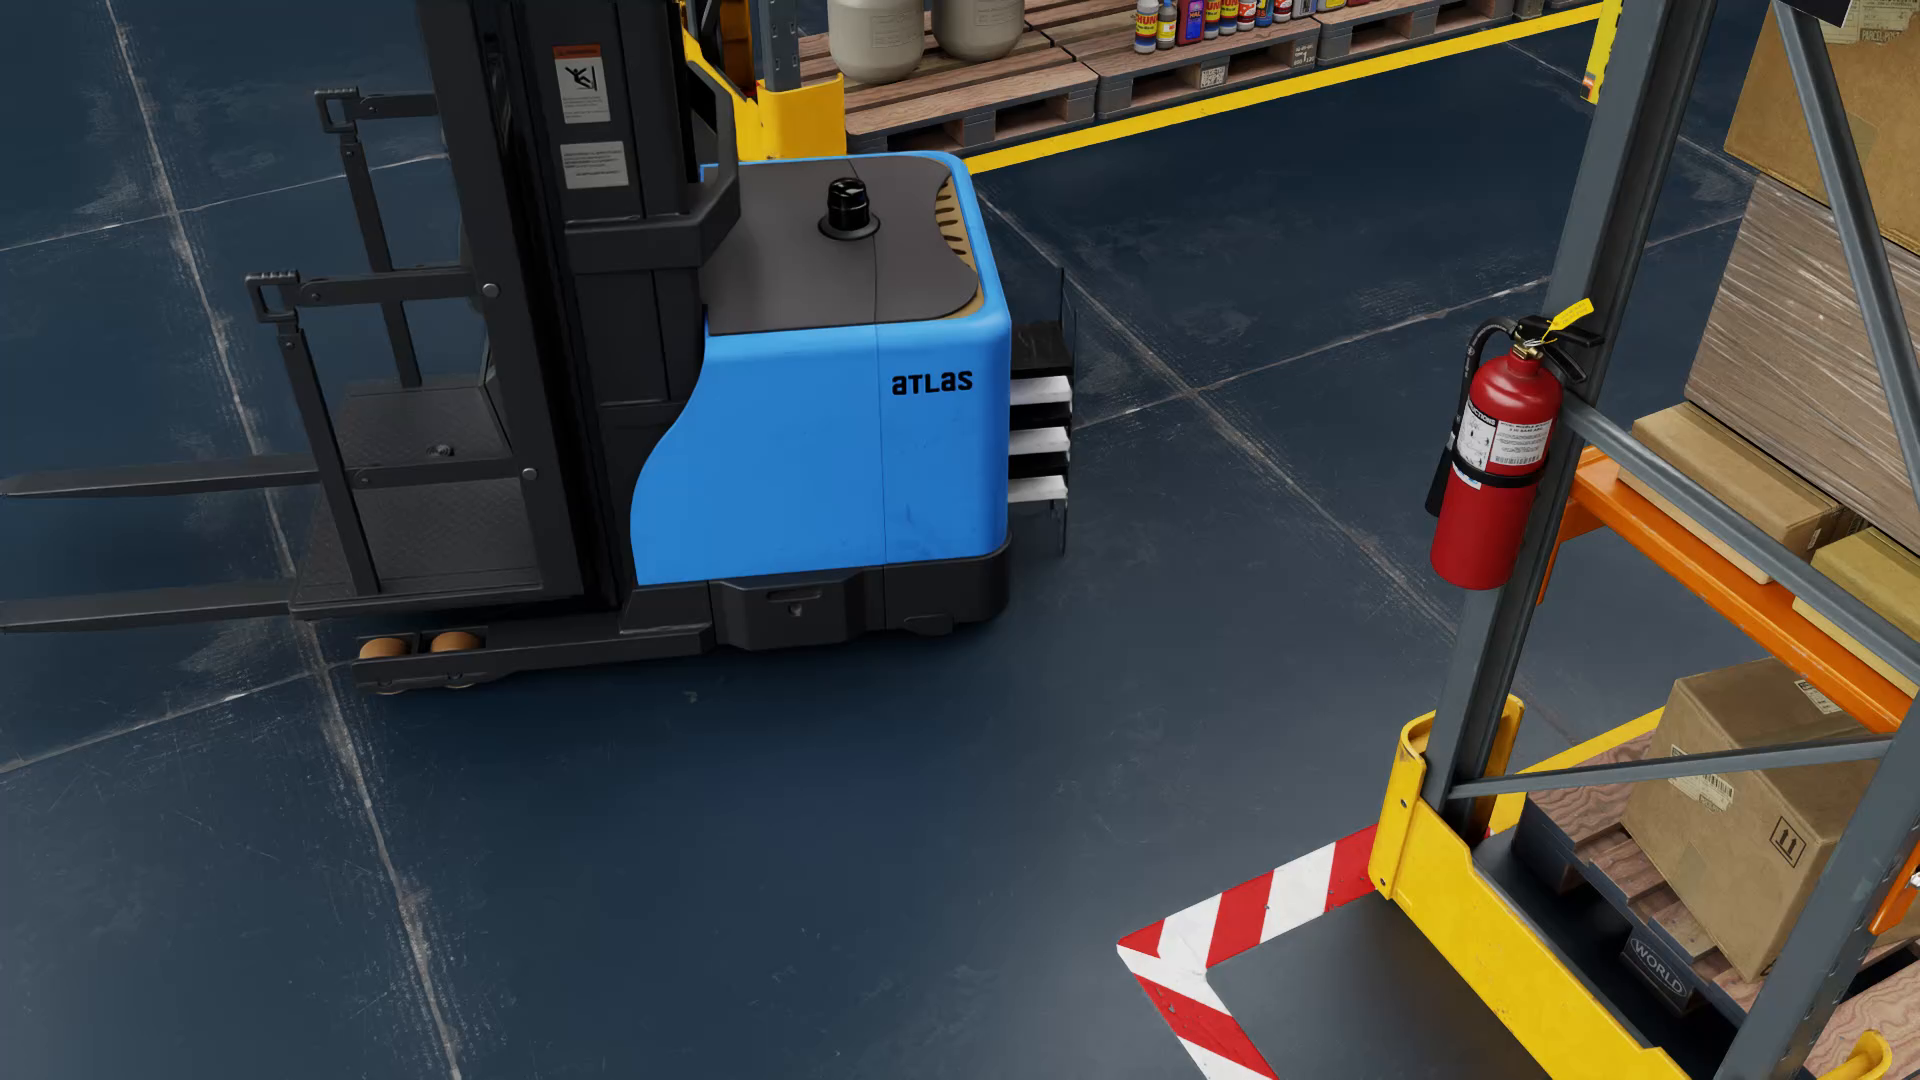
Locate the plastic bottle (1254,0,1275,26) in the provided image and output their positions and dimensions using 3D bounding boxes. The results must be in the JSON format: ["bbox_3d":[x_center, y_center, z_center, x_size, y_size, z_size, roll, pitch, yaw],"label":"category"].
[{"bbox_3d":[1.410,-2.525,7.682,0.097,0.271,0.097,0,40,0],"label":"plastic bottle"}]

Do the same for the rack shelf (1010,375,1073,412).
[{"bbox_3d":[0.209,-0.471,4.883,0.200,0.077,0.258,-5,40,-6],"label":"rack shelf"}]

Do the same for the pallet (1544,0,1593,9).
[{"bbox_3d":[3.312,-3.229,8.902,1.213,0.211,1.003,-19,44,-21],"label":"pallet"}]

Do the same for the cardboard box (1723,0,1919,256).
[{"bbox_3d":[1.747,-0.844,2.844,0.500,0.500,0.500,-19,44,-21],"label":"cardboard box"}]

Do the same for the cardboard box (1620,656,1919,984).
[{"bbox_3d":[1.935,0.612,3.815,0.500,0.500,0.500,-11,41,-13],"label":"cardboard box"}]

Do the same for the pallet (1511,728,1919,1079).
[{"bbox_3d":[2.178,0.814,4.124,1.213,0.211,1.003,-19,44,-21],"label":"pallet"}]

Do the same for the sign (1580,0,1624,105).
[{"bbox_3d":[1.135,-0.892,2.841,0.005,0.325,0.100,-19,44,-21],"label":"sign"}]

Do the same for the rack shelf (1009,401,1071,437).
[{"bbox_3d":[0.209,-0.402,4.941,0.200,0.077,0.258,-5,40,-6],"label":"rack shelf"}]

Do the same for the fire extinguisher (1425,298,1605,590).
[{"bbox_3d":[1.059,-0.205,3.231,0.183,0.674,0.296,-19,44,-21],"label":"fire extinguisher"}]

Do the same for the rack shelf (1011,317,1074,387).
[{"bbox_3d":[0.209,-0.539,4.824,0.200,0.077,0.258,-5,40,-6],"label":"rack shelf"}]

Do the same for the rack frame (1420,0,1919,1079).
[{"bbox_3d":[1.374,-0.005,2.934,0.127,3.000,1.000,-19,44,-21],"label":"rack frame"}]

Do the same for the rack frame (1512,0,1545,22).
[{"bbox_3d":[2.633,-4.037,7.697,0.127,3.000,1.000,-19,44,-21],"label":"rack frame"}]

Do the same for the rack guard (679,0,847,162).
[{"bbox_3d":[-0.869,-1.939,7.153,0.348,0.500,1.175,-19,44,-21],"label":"rack guard"}]

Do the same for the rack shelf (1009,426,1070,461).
[{"bbox_3d":[0.209,-0.333,4.999,0.200,0.077,0.258,-5,40,-6],"label":"rack shelf"}]

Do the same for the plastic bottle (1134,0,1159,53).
[{"bbox_3d":[0.838,-2.332,7.455,0.097,0.271,0.097,0,40,0],"label":"plastic bottle"}]

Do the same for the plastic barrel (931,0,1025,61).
[{"bbox_3d":[0.079,-2.444,7.416,0.421,0.512,0.421,0,40,0],"label":"plastic barrel"}]

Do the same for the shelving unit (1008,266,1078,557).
[{"bbox_3d":[0.209,-0.359,4.977,0.210,0.900,0.258,-5,40,-6],"label":"shelving unit"}]

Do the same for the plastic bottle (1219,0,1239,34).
[{"bbox_3d":[1.230,-2.464,7.611,0.097,0.271,0.097,0,40,0],"label":"plastic bottle"}]

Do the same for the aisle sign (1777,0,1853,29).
[{"bbox_3d":[1.180,-1.151,2.276,0.004,0.787,0.394,-19,44,-21],"label":"aisle sign"}]

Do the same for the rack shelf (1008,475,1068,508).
[{"bbox_3d":[0.209,-0.196,5.115,0.200,0.077,0.258,-5,40,-6],"label":"rack shelf"}]

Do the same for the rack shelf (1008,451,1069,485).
[{"bbox_3d":[0.209,-0.265,5.057,0.200,0.077,0.258,-5,40,-6],"label":"rack shelf"}]

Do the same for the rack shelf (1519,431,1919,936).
[{"bbox_3d":[3.147,-0.327,3.872,4.000,0.370,1.077,-19,44,-21],"label":"rack shelf"}]

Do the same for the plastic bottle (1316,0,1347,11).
[{"bbox_3d":[1.739,-2.683,7.807,0.185,0.351,0.144,-19,44,-21],"label":"plastic bottle"}]

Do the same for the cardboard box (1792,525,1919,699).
[{"bbox_3d":[1.736,0.142,2.955,0.250,0.149,0.380,-19,44,-21],"label":"cardboard box"}]

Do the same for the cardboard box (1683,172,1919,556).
[{"bbox_3d":[1.874,-0.305,2.981,0.500,0.500,0.875,-19,44,-21],"label":"cardboard box"}]

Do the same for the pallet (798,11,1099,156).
[{"bbox_3d":[-0.146,-2.068,7.530,1.213,0.211,1.003,-19,44,-21],"label":"pallet"}]

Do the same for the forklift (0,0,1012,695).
[{"bbox_3d":[-1.410,-1.043,4.214,3.031,2.935,1.130,-5,40,-6],"label":"forklift"}]

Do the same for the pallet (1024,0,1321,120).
[{"bbox_3d":[0.935,-2.429,7.957,1.213,0.211,1.003,-19,44,-21],"label":"pallet"}]

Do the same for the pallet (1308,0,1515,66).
[{"bbox_3d":[2.018,-2.796,8.390,1.213,0.211,1.003,-19,44,-21],"label":"pallet"}]

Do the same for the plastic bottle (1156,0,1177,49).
[{"bbox_3d":[0.929,-2.336,7.514,0.097,0.201,0.097,0,40,0],"label":"plastic bottle"}]

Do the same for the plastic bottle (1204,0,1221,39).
[{"bbox_3d":[1.142,-2.435,7.576,0.097,0.271,0.097,0,40,0],"label":"plastic bottle"}]

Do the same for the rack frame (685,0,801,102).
[{"bbox_3d":[-0.914,-2.843,6.287,0.127,3.000,1.000,-19,44,-21],"label":"rack frame"}]

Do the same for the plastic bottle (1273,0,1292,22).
[{"bbox_3d":[1.501,-2.529,7.741,0.097,0.201,0.097,0,40,0],"label":"plastic bottle"}]

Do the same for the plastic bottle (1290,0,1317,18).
[{"bbox_3d":[1.593,-2.608,7.777,0.135,0.276,0.152,-18,43,-20],"label":"plastic bottle"}]

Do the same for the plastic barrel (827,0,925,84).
[{"bbox_3d":[-0.366,-2.294,7.239,0.421,0.512,0.421,0,40,0],"label":"plastic barrel"}]

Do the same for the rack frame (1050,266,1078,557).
[{"bbox_3d":[0.310,-0.367,4.988,0.006,0.900,0.240,-5,40,-6],"label":"rack frame"}]

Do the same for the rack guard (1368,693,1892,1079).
[{"bbox_3d":[1.441,0.926,3.769,0.348,0.500,1.175,-19,44,-21],"label":"rack guard"}]

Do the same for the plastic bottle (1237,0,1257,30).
[{"bbox_3d":[1.318,-2.467,7.668,0.097,0.201,0.097,0,40,0],"label":"plastic bottle"}]

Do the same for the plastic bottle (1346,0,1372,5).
[{"bbox_3d":[1.900,-2.681,7.857,0.133,0.283,0.061,-16,43,-18],"label":"plastic bottle"}]

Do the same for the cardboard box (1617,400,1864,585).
[{"bbox_3d":[1.531,-0.112,3.256,0.250,0.149,0.380,-19,44,-21],"label":"cardboard box"}]

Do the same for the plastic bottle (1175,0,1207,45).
[{"bbox_3d":[1.047,-2.394,7.518,0.133,0.283,0.061,-18,43,-20],"label":"plastic bottle"}]

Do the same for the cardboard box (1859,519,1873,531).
[{"bbox_3d":[1.753,-0.187,3.343,0.250,0.149,0.380,-19,44,-21],"label":"cardboard box"}]
